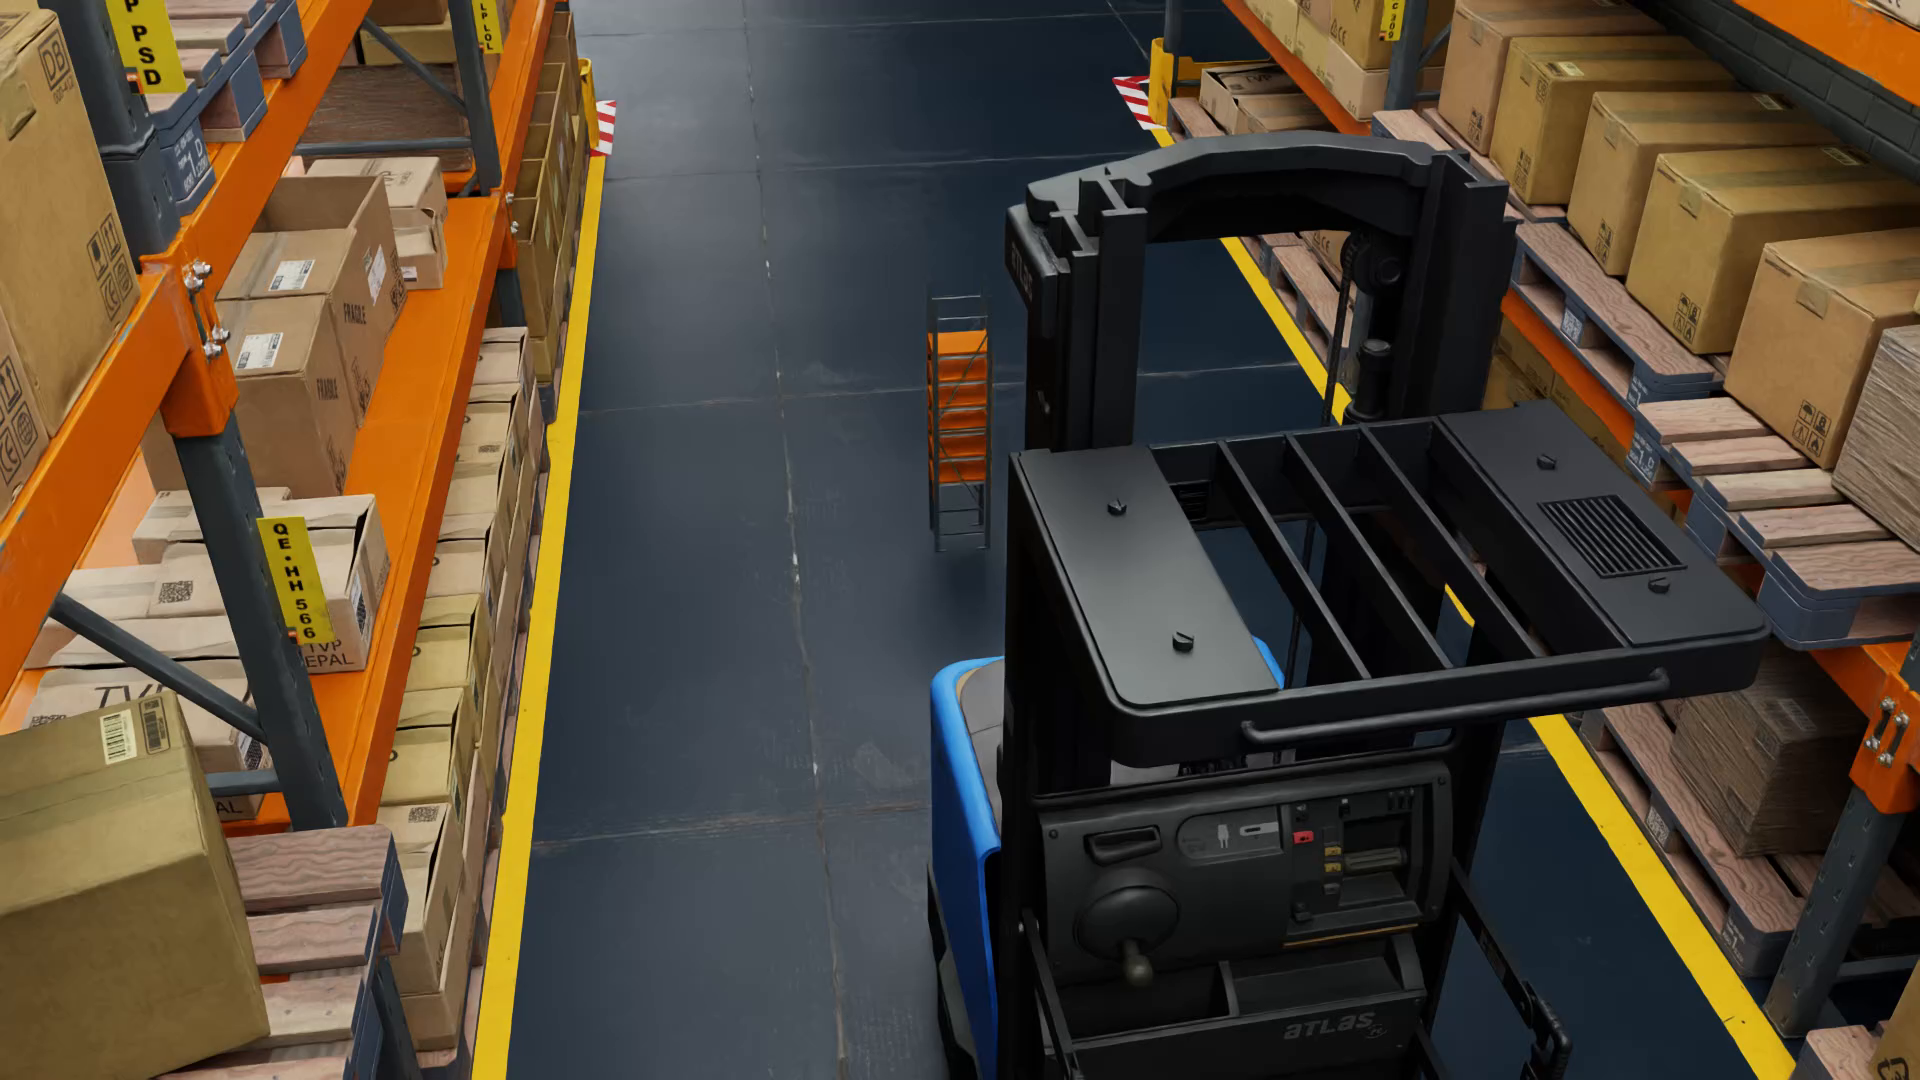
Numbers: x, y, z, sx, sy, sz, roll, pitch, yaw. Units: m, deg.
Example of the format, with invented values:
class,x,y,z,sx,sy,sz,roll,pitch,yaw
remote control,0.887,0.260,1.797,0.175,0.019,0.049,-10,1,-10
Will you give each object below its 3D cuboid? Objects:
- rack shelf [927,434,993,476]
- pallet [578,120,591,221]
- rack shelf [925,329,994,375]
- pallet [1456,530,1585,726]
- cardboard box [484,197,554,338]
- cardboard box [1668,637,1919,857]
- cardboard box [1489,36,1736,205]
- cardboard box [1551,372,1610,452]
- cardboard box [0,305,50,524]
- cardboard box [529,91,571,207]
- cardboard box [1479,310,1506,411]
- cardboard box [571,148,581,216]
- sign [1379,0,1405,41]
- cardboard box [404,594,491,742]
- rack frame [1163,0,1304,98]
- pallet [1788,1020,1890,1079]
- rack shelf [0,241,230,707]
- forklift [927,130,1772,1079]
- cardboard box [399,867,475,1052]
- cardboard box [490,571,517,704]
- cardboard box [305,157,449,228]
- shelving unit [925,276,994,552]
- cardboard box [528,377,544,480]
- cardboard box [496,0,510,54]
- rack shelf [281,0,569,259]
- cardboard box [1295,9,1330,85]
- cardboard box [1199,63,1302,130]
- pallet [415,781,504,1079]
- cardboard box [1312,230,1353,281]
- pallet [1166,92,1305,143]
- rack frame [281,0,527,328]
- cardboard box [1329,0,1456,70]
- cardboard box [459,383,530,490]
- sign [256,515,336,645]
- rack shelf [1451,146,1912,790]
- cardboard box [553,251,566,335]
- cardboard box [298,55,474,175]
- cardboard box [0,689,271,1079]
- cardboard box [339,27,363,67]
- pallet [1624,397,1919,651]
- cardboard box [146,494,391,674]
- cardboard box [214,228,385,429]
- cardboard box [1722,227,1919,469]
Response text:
class,x,y,z,sx,sy,sz,roll,pitch,yaw
rack shelf,-0.002,-0.368,7.017,0.258,0.103,0.180,-4,35,-6
pallet,-2.866,-2.308,10.449,1.003,0.211,1.213,-4,35,-6
rack shelf,-0.002,-0.765,6.746,0.258,0.103,0.180,-4,35,-6
pallet,2.710,0.240,6.710,1.003,0.211,1.213,-4,35,-6
cardboard box,-2.224,-1.281,7.869,0.500,0.500,0.500,-4,35,-6
cardboard box,2.826,0.656,5.452,0.700,0.500,0.500,-4,34,-6
cardboard box,2.539,-1.653,6.533,0.700,0.500,0.500,-1,34,-1
cardboard box,2.688,-0.543,6.546,0.500,0.250,0.500,-5,35,-8
cardboard box,-1.773,-0.175,2.091,0.910,0.500,0.500,-4,35,-6
cardboard box,-2.428,-2.118,9.098,0.500,0.500,0.500,-4,35,-6
cardboard box,2.552,-0.768,7.543,0.700,0.500,0.500,-3,34,-5
cardboard box,-2.497,-2.087,9.718,0.500,0.250,0.500,-4,35,-6
sign,1.899,-2.341,7.253,0.100,0.325,0.005,-4,35,-6
cardboard box,-1.859,0.420,5.541,0.500,0.311,0.500,-5,35,-8
rack frame,1.898,-4.261,10.839,1.000,3.000,0.127,-4,35,-6
pallet,3.005,1.801,4.420,1.003,0.211,1.213,-4,35,-6
rack shelf,-1.665,0.754,1.455,1.077,0.370,4.000,-4,35,-6
forklift,0.678,0.797,3.477,1.130,2.935,3.031,-6,35,-9
cardboard box,-1.714,1.229,4.852,0.500,0.250,0.500,-4,35,-7
cardboard box,-1.927,0.372,6.109,0.500,0.250,0.500,-4,34,-5
cardboard box,-2.363,-1.318,6.654,0.500,0.250,0.500,-2,34,-3
shelving unit,-0.002,-0.504,6.924,0.258,1.200,0.189,-4,35,-6
cardboard box,-2.129,-0.480,7.359,0.500,0.250,0.500,-5,35,-7
cardboard box,-2.749,-2.800,8.606,0.700,0.500,0.500,-3,34,-5
rack shelf,-2.741,-2.470,8.850,1.077,0.370,4.000,-4,35,-6
cardboard box,2.013,-2.495,8.363,0.500,0.250,0.500,-4,35,-6
cardboard box,1.902,-2.939,10.896,0.500,0.311,0.500,-8,35,-12
pallet,-2.006,1.270,5.198,1.003,0.211,1.213,-4,35,-6
cardboard box,2.257,-1.754,8.989,0.500,0.500,0.500,-7,35,-10
pallet,1.983,-2.610,10.893,1.003,0.211,1.213,-4,35,-6
rack frame,-2.472,-1.652,7.010,1.000,3.000,0.127,-4,35,-6
cardboard box,2.066,-2.526,7.742,0.500,0.500,0.500,-4,35,-6
cardboard box,-2.057,-0.427,6.783,0.500,0.311,0.500,-3,34,-5
sign,-1.398,0.088,3.499,0.100,0.325,0.005,-4,35,-6
rack shelf,2.705,-0.616,6.129,1.077,0.370,4.000,-4,35,-6
cardboard box,-2.296,-1.250,8.490,0.500,0.250,0.500,-4,35,-6
cardboard box,-2.538,-1.940,7.345,0.700,0.500,0.500,-5,35,-8
cardboard box,-1.738,0.708,3.085,0.700,0.500,0.500,-16,37,-22
cardboard box,-2.721,-2.097,6.998,0.380,0.149,0.250,-4,35,-6
pallet,2.773,-0.107,4.914,1.213,0.211,1.003,-4,35,-6
cardboard box,-1.862,0.103,4.514,0.500,0.311,0.500,-5,35,-7
cardboard box,-2.247,-0.690,5.510,0.500,0.500,0.500,-4,35,-6
cardboard box,2.799,-0.591,4.975,0.700,0.500,0.500,-8,35,-11
